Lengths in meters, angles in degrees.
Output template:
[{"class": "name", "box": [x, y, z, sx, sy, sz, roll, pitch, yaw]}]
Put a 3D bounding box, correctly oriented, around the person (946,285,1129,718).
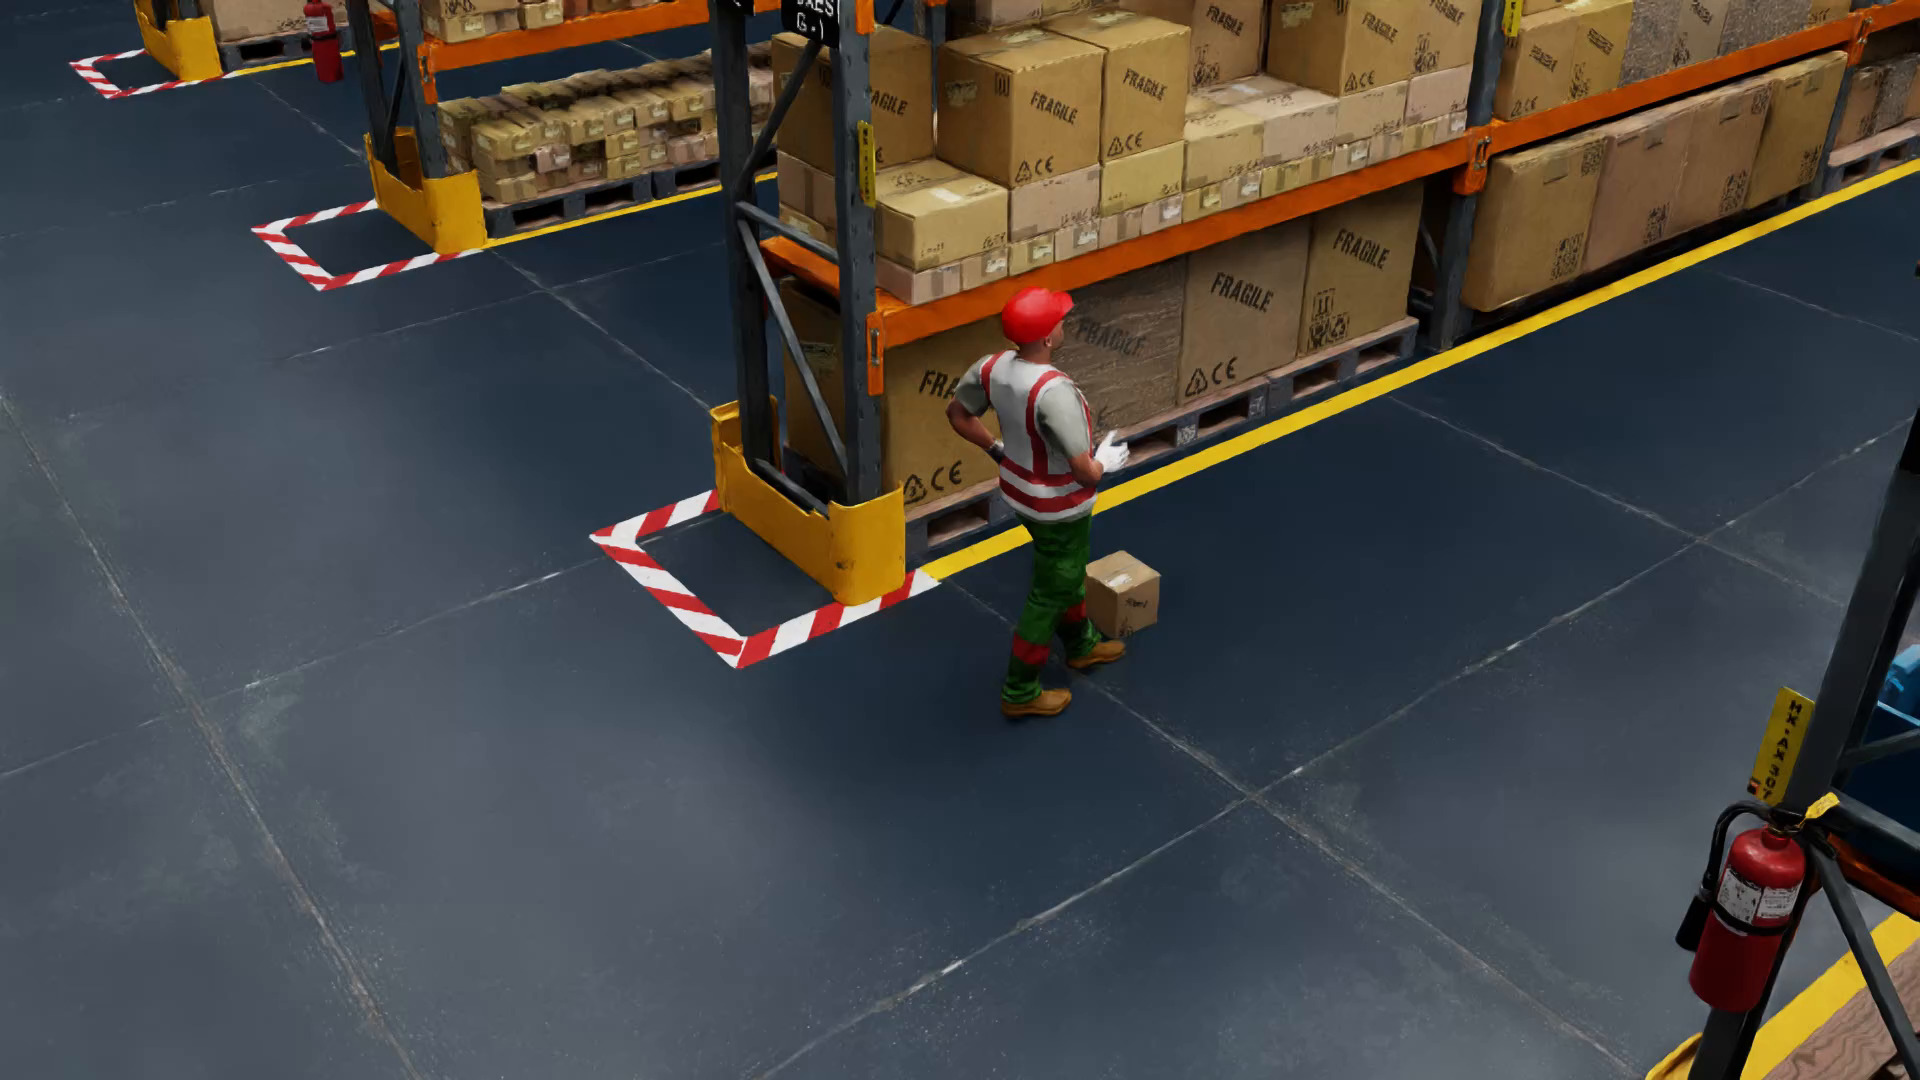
[{"class": "person", "box": [0.423, -0.173, 6.400, 0.710, 1.795, 0.709, -19, 36, -27]}]
